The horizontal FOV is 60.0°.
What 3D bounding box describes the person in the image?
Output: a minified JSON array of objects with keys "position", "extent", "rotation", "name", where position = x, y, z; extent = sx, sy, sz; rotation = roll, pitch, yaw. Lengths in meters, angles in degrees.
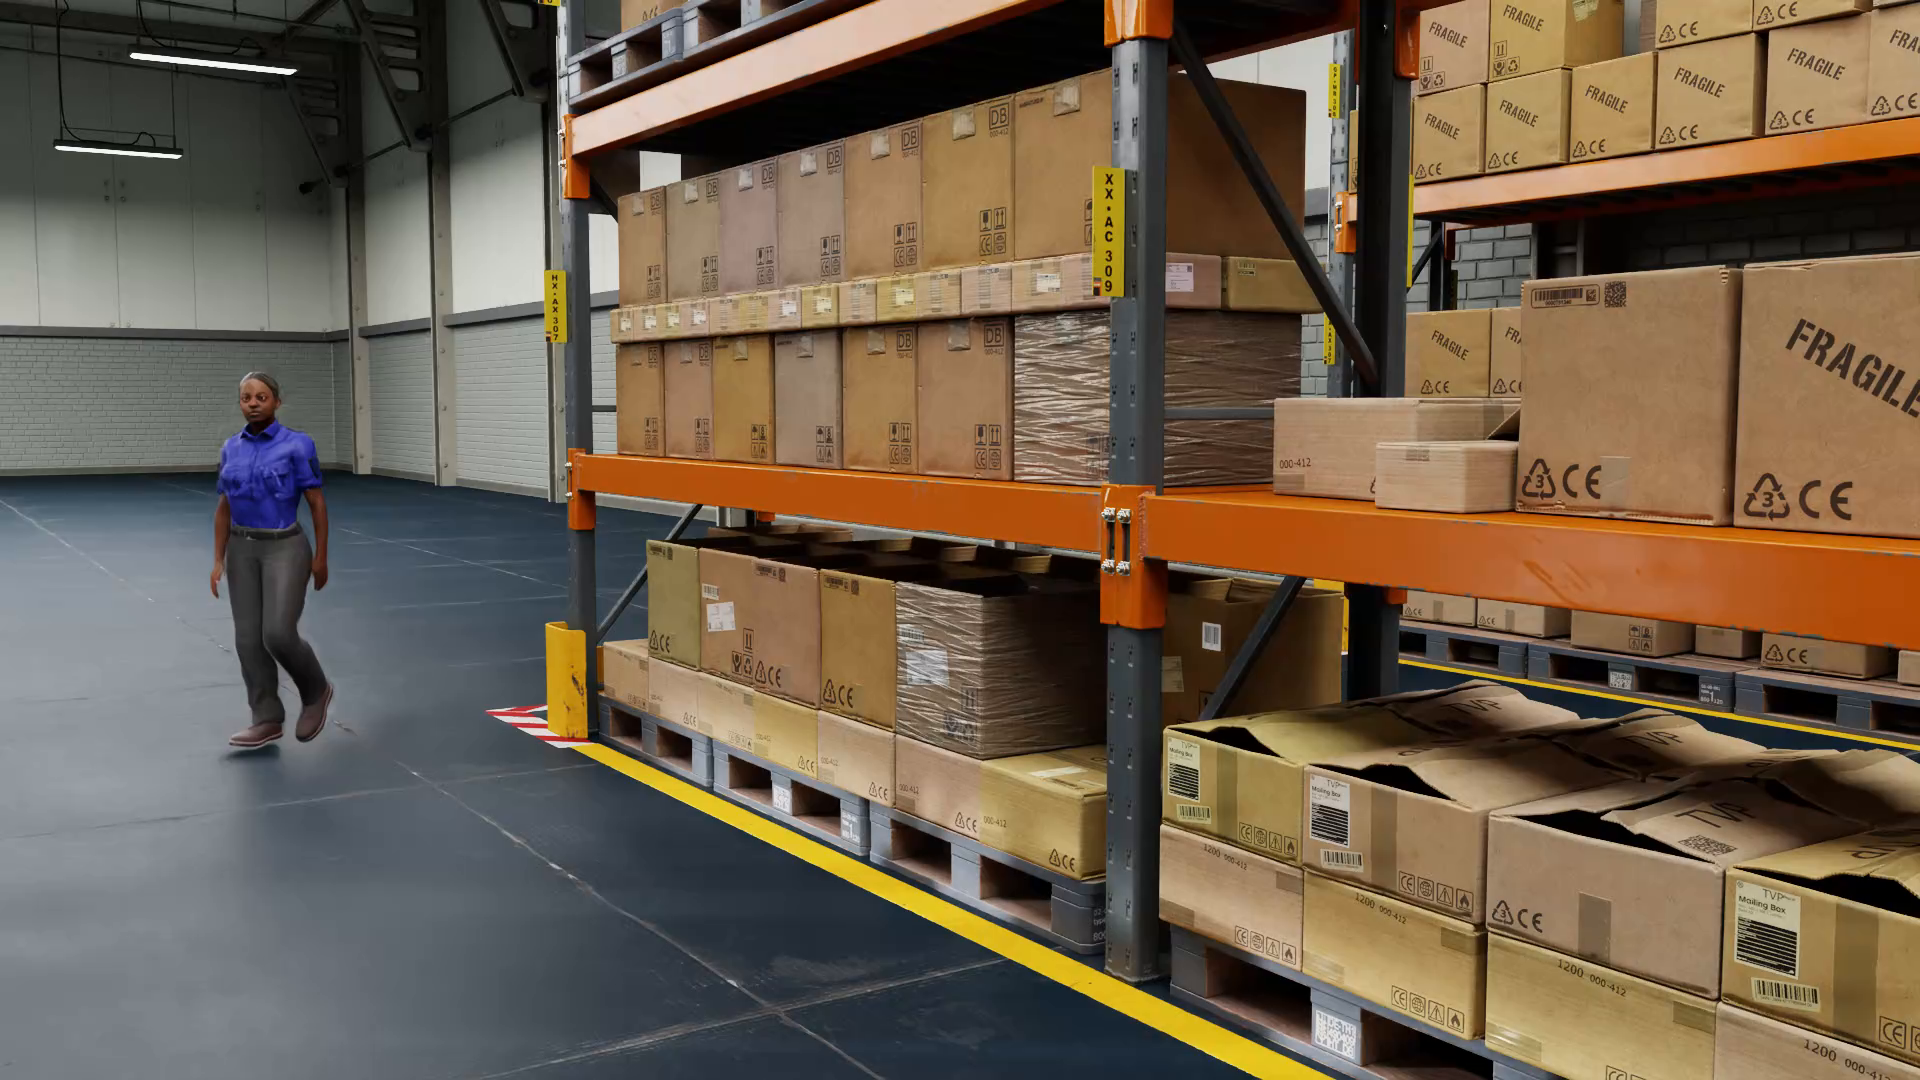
[{"position":[-3.033,0.090,7.322],"extent":[0.452,1.652,0.460],"rotation":[1,5,10],"name":"person"}]
